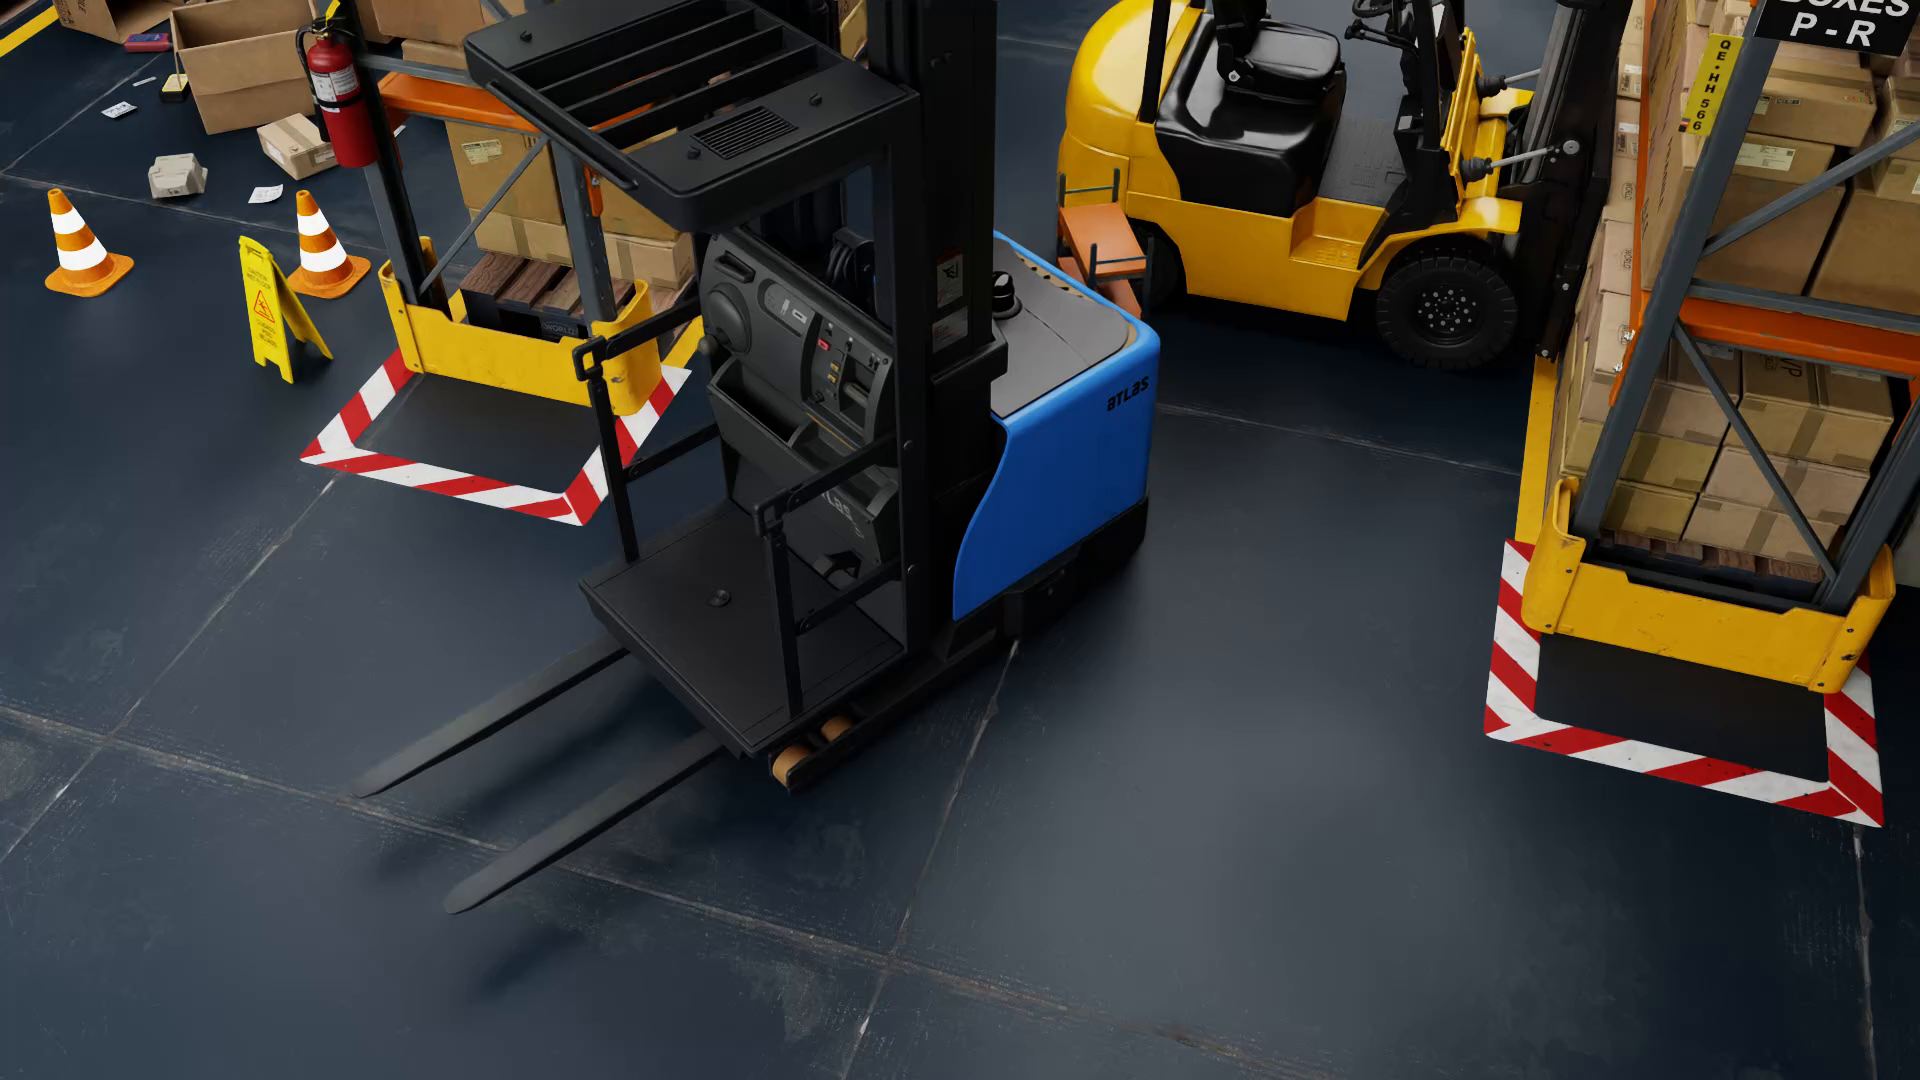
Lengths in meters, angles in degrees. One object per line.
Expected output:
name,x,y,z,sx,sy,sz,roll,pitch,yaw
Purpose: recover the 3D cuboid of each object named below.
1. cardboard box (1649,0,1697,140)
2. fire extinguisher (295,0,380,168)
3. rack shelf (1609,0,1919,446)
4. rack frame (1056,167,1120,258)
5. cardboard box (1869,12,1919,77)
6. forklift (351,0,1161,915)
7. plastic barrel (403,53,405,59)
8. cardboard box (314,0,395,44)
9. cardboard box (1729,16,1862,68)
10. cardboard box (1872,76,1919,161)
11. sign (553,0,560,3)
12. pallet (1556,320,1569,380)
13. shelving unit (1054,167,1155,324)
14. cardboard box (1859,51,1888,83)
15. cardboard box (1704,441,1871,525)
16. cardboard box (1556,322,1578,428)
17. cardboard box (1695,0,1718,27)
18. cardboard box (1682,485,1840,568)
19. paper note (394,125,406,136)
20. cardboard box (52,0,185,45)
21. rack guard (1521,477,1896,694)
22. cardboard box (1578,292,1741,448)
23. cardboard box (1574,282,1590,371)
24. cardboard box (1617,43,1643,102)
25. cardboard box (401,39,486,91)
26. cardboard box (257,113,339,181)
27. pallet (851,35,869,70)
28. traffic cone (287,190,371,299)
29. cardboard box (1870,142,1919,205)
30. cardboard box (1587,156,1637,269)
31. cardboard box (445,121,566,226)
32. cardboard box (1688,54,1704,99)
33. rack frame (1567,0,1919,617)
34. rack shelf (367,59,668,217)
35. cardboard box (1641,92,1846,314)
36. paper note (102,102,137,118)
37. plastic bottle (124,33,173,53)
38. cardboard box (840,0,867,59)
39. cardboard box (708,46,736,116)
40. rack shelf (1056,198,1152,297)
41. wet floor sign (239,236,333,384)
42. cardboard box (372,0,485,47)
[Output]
cardboard box,2.993,-1.849,6.423,0.500,0.500,0.500,12,46,12
fire extinguisher,-2.432,-1.786,6.486,0.296,0.674,0.183,13,46,13
rack shelf,3.379,-1.820,6.979,1.077,0.370,4.000,13,46,13
rack frame,0.509,-1.013,6.928,0.240,1.200,0.015,-8,45,-8
cardboard box,3.257,-1.642,5.536,0.380,0.149,0.250,13,46,13
forklift,-0.694,-0.587,5.254,3.031,2.935,1.130,-32,53,-28
plastic barrel,-2.775,-2.569,9.073,0.421,0.421,0.512,-24,49,-22
cardboard box,-3.564,-3.281,9.646,0.797,0.637,0.503,13,46,13
cardboard box,2.726,-1.572,5.464,0.380,0.149,0.250,13,46,13
cardboard box,3.079,-1.296,5.182,0.380,0.149,0.250,12,46,12
sign,-1.441,-1.987,6.017,0.100,0.325,0.005,13,46,13
pallet,3.337,-1.076,7.699,1.003,0.211,1.213,13,46,13
shelving unit,0.557,-0.846,6.756,0.258,1.200,0.503,-8,45,-8
cardboard box,3.221,-1.528,5.632,0.380,0.149,0.250,12,46,12
cardboard box,3.114,-0.359,6.281,0.500,0.250,0.500,13,46,13
cardboard box,2.775,-0.621,6.905,0.500,0.250,0.500,13,46,12
cardboard box,2.920,-1.989,6.103,0.380,0.149,0.250,11,45,11
cardboard box,3.109,-0.197,6.472,0.500,0.250,0.500,13,46,13
paper note,-3.044,-2.213,9.004,0.032,0.001,0.123,13,46,13
cardboard box,-4.987,-3.295,9.758,0.500,0.500,0.500,20,48,19
rack guard,2.767,0.166,6.223,1.175,0.500,0.348,13,46,13
cardboard box,2.616,-0.641,6.212,0.500,0.250,0.500,14,46,14
cardboard box,2.785,-0.812,6.744,0.500,0.250,0.500,12,46,12
cardboard box,3.235,-2.006,7.606,0.500,0.250,0.500,14,46,14
cardboard box,-2.049,-1.997,6.826,0.380,0.149,0.250,14,46,14
cardboard box,-3.486,-2.075,8.764,0.250,0.149,0.380,-33,53,-29
pallet,-0.916,-3.007,9.672,1.003,0.211,1.213,13,46,13
traffic cone,-3.057,-1.446,7.896,0.336,0.463,0.334,13,46,13
cardboard box,3.124,-1.182,5.278,0.380,0.149,0.250,11,46,11
cardboard box,2.908,-1.321,6.907,0.500,0.250,0.500,13,46,13
cardboard box,-1.964,-1.817,7.592,0.500,0.500,0.500,13,46,13
cardboard box,2.661,-1.478,5.581,0.380,0.149,0.250,13,46,13
rack frame,2.774,-0.744,5.365,1.000,3.000,0.127,13,46,13
rack shelf,-1.352,-2.869,8.051,1.077,0.370,4.000,13,46,13
cardboard box,2.673,-1.163,5.722,0.500,0.500,0.500,12,46,12
paper note,-4.626,-2.370,9.151,0.144,0.017,0.142,28,51,26
plastic bottle,-4.684,-2.888,9.658,0.283,0.061,0.133,-2,44,-2
cardboard box,-0.821,-2.818,9.151,0.500,0.250,0.500,11,46,11
cardboard box,-1.289,-2.072,7.853,0.500,0.500,0.500,11,45,11
rack shelf,0.557,-1.127,6.482,0.258,0.148,0.480,-8,45,-8
wet floor sign,-3.035,-1.051,7.363,0.267,0.644,0.232,28,51,26
cardboard box,-2.056,-2.355,6.727,0.500,0.500,0.500,12,46,12
